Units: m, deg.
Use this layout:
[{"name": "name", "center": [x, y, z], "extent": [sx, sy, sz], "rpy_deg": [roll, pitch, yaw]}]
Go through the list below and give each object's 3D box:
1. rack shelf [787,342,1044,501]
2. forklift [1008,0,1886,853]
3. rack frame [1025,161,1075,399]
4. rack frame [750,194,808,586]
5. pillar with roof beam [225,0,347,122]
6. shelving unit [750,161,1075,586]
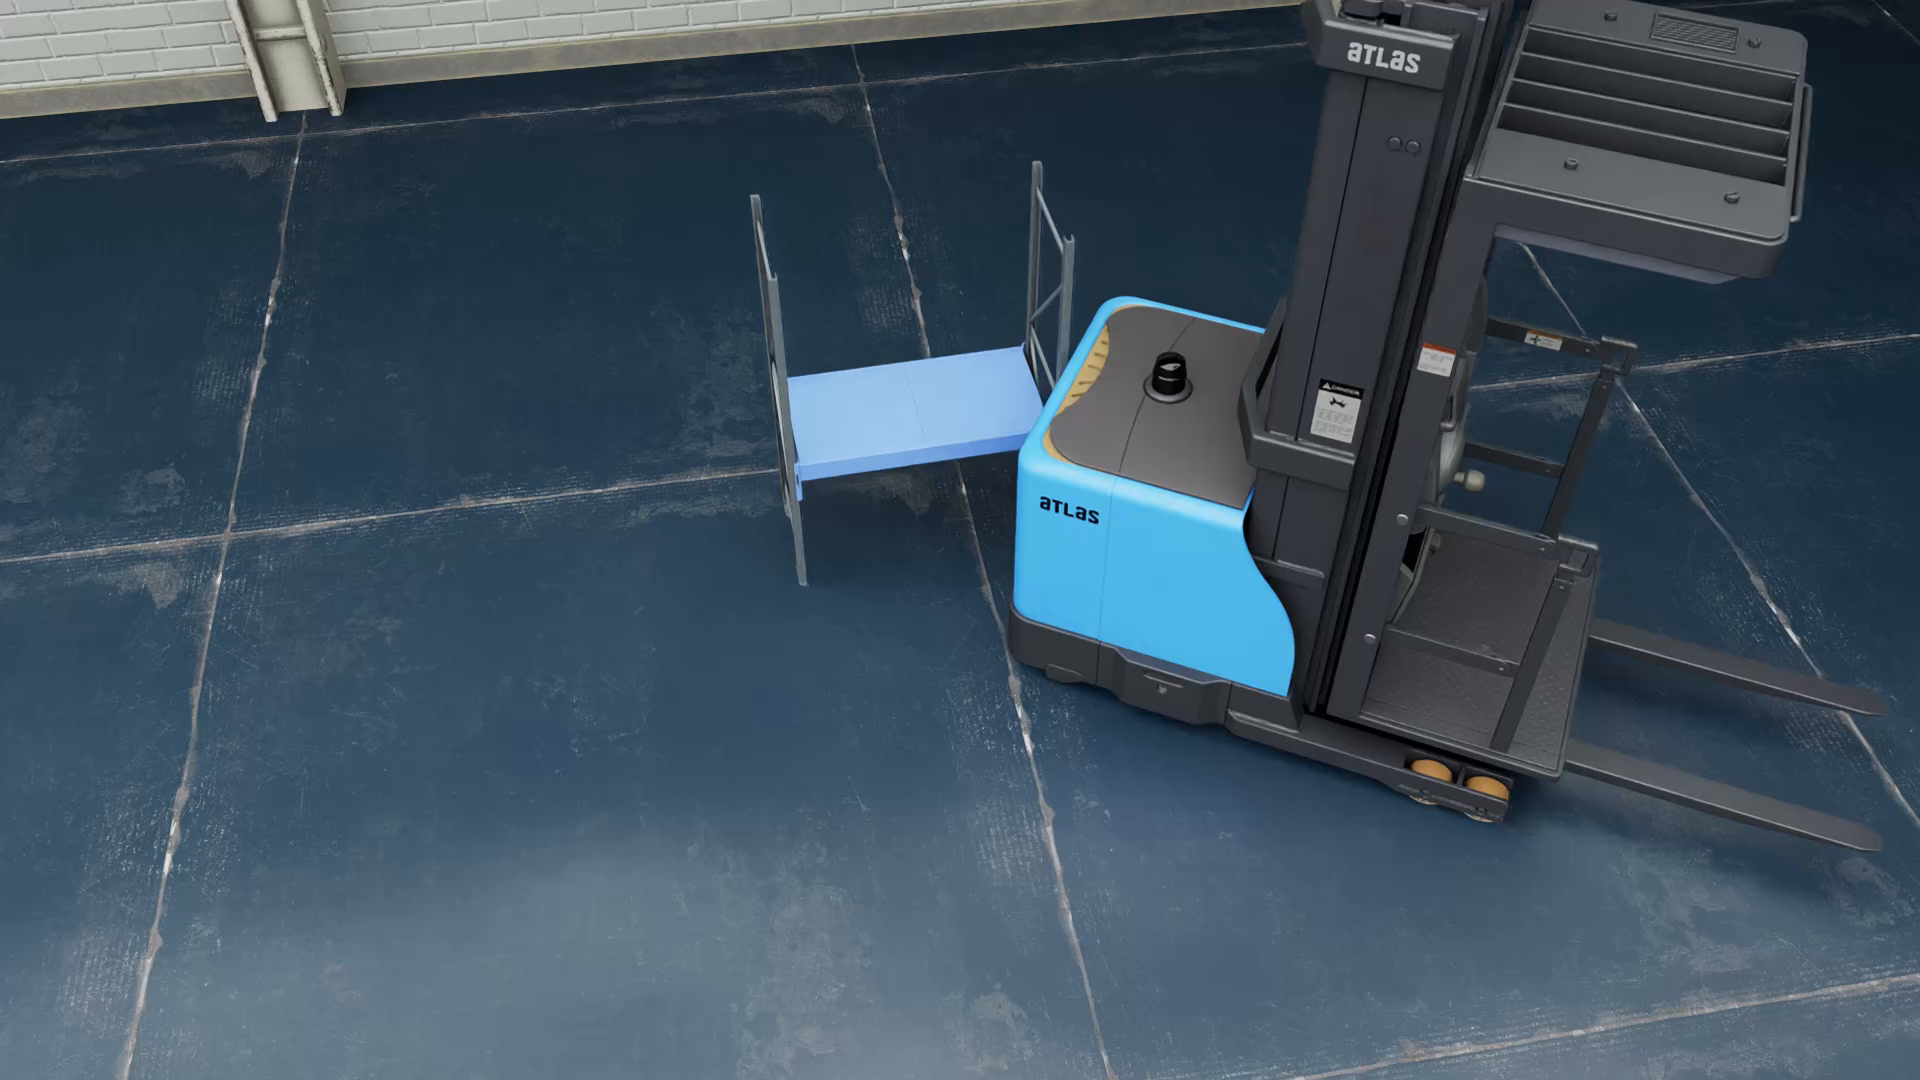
[{"name": "rack shelf", "center": [-0.172, -0.466, 6.407], "extent": [1.000, 0.185, 0.538], "rpy_deg": [-9, 47, -8]}, {"name": "forklift", "center": [1.749, -0.472, 5.170], "extent": [3.031, 2.935, 1.130], "rpy_deg": [16, 48, 15]}, {"name": "rack frame", "center": [0.325, -0.666, 6.350], "extent": [0.032, 1.500, 0.500], "rpy_deg": [-9, 47, -8]}, {"name": "rack frame", "center": [-0.670, -0.515, 6.205], "extent": [0.032, 1.500, 0.500], "rpy_deg": [-9, 47, -8]}, {"name": "pillar with roof beam", "center": [-2.815, -2.442, 2.854], "extent": [0.400, 9.000, 9.100], "rpy_deg": [-7, 46, -7]}, {"name": "shelving unit", "center": [-0.172, -0.590, 6.277], "extent": [1.048, 1.500, 0.538], "rpy_deg": [-9, 47, -8]}]
